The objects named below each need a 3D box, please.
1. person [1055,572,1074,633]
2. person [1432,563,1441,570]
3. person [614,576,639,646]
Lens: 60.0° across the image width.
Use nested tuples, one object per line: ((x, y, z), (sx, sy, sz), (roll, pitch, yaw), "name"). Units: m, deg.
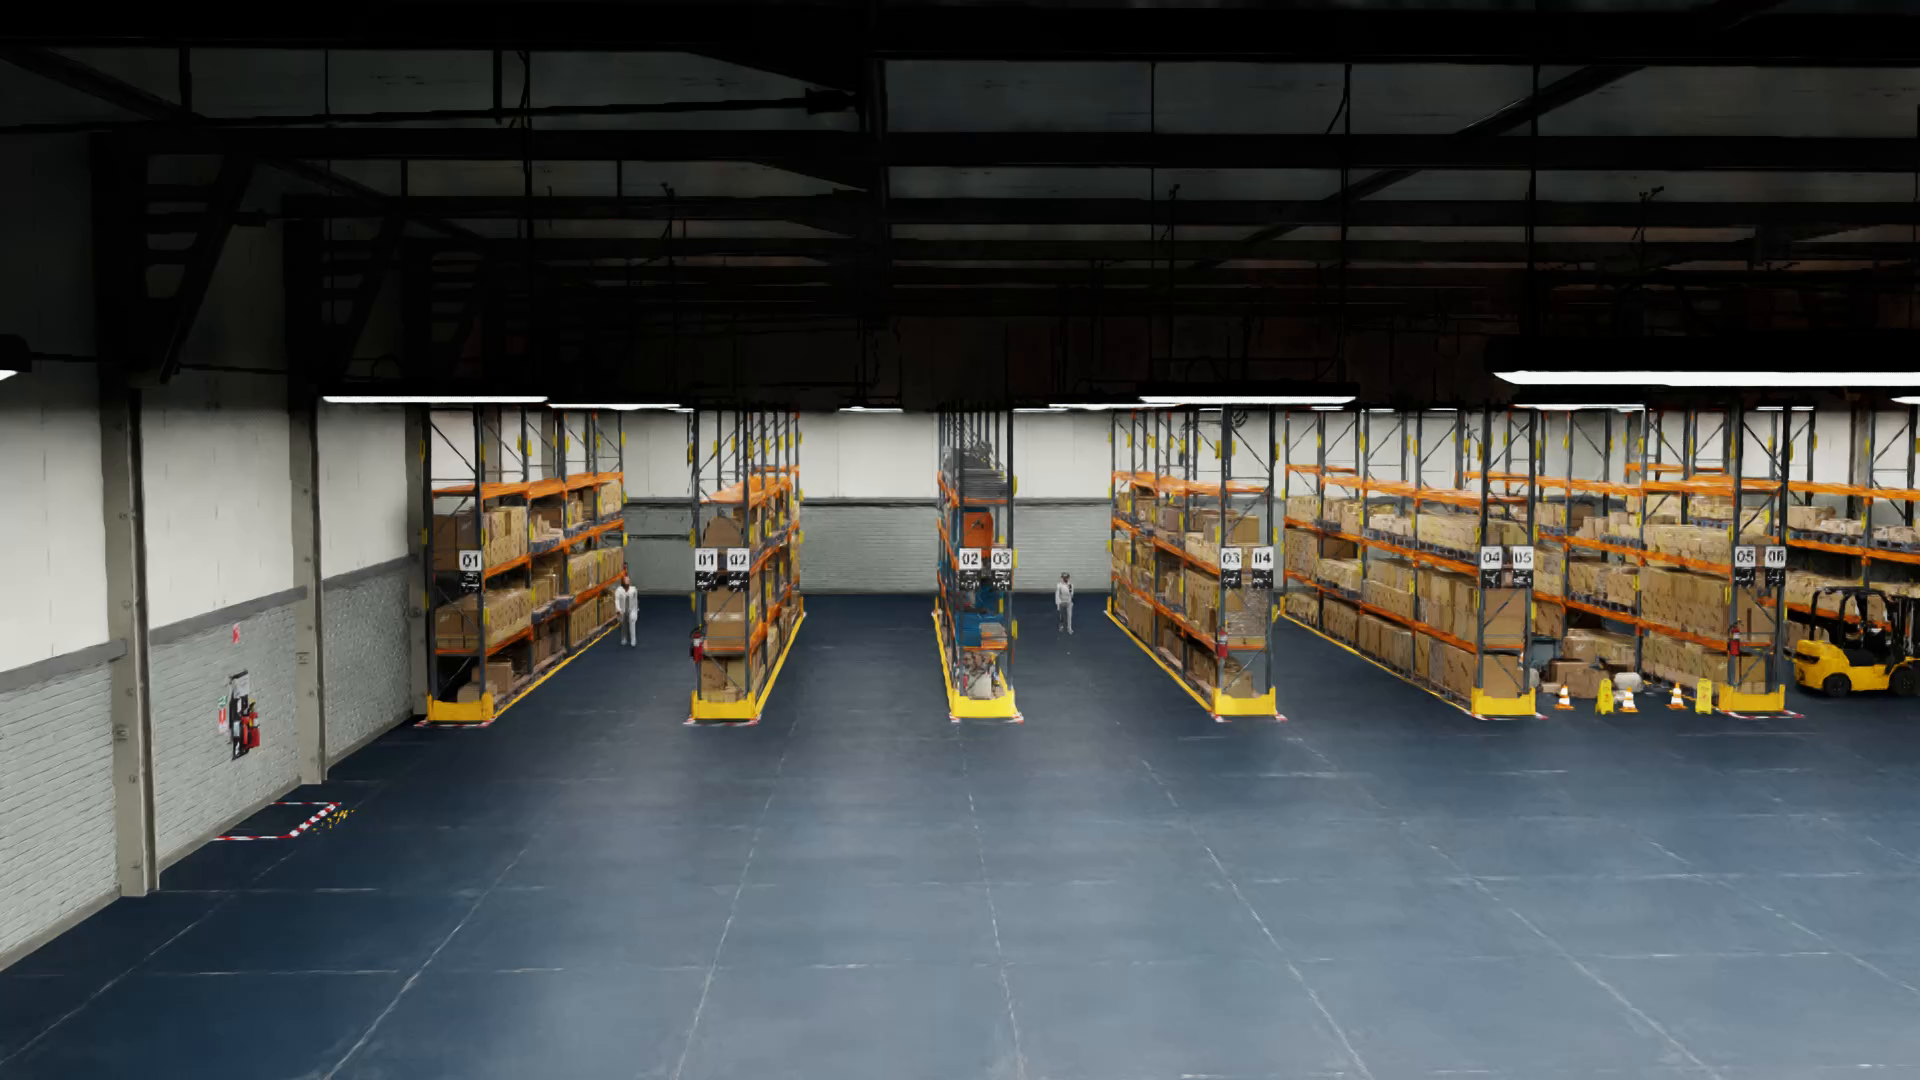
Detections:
((2.733, 1.613, 43.427), (0.495, 1.589, 1.086), (0, 4, 0), "person")
((12.956, 1.374, 45.367), (0.575, 1.786, 0.680), (1, 4, 10), "person")
((-8.205, 1.742, 40.921), (0.580, 1.715, 1.103), (-1, 4, -10), "person")
